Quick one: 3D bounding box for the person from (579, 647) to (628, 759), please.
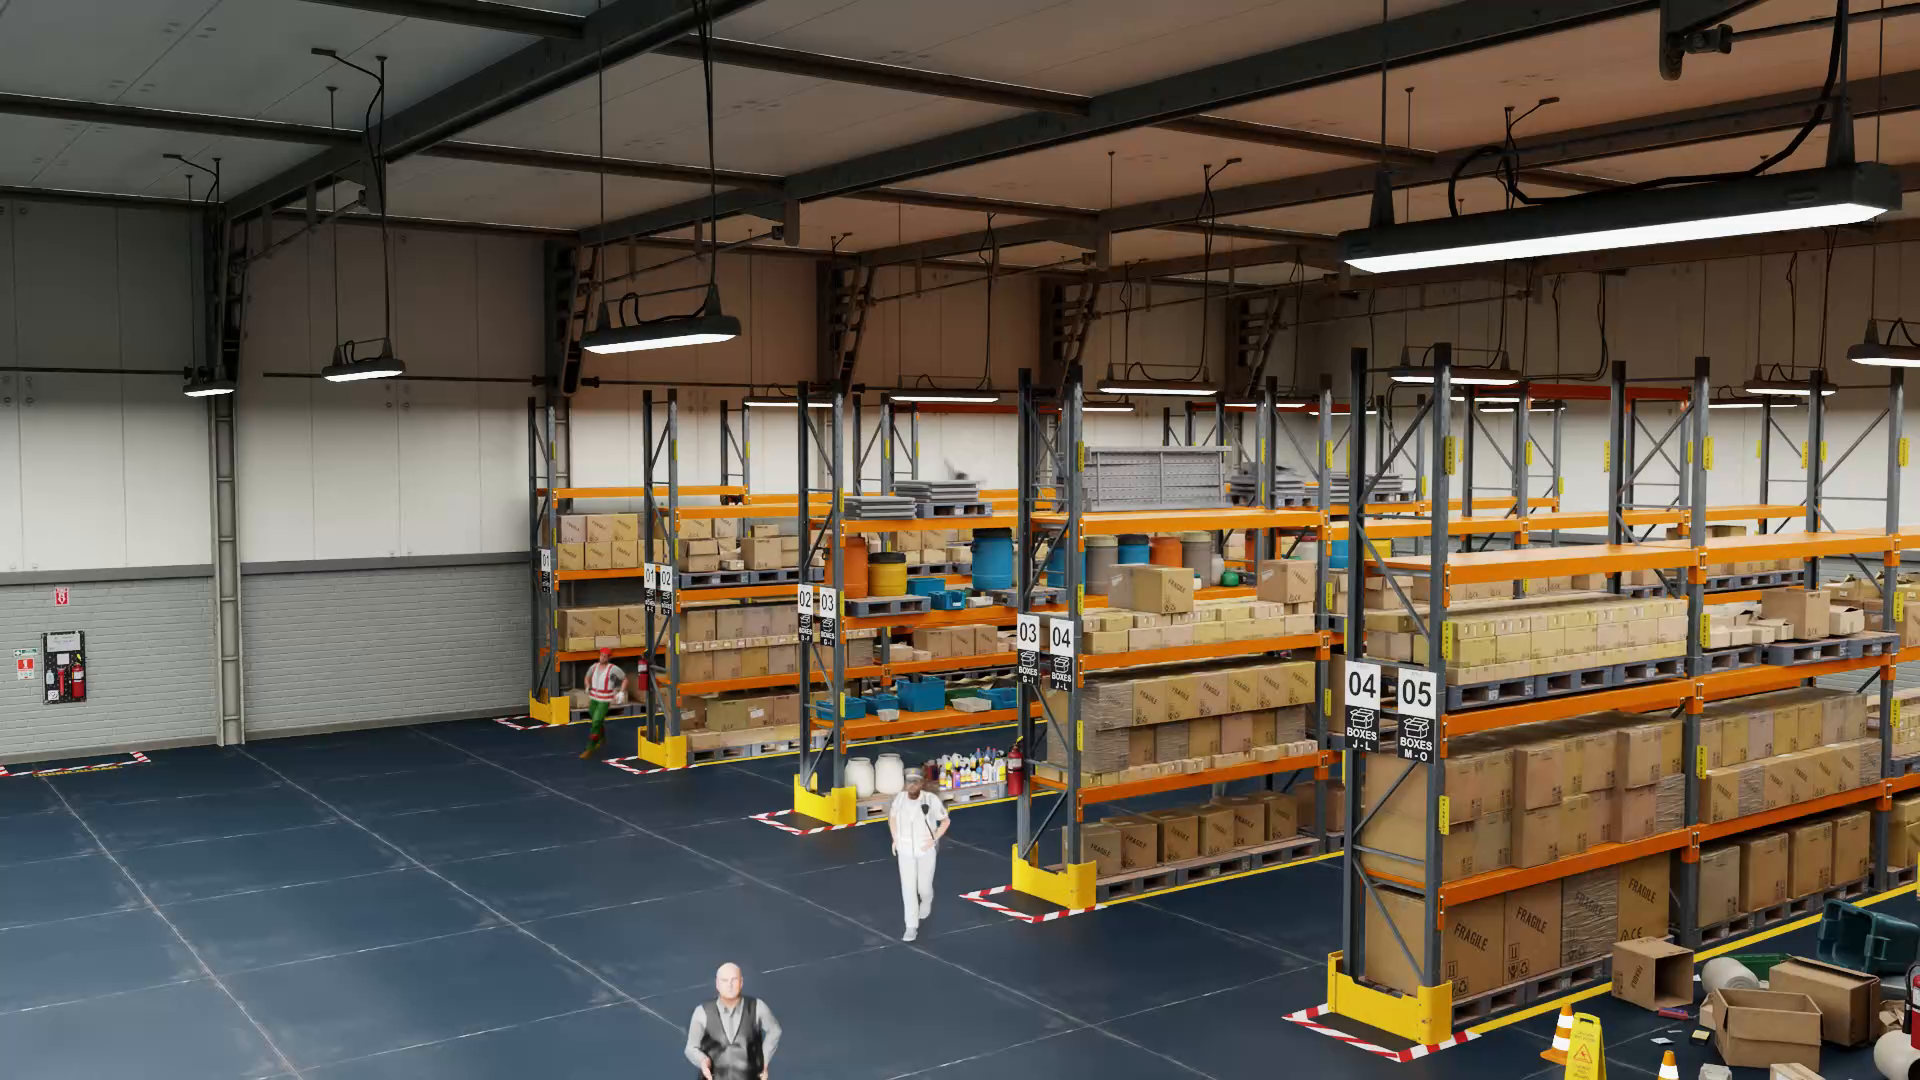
[{"bbox_3d":[-5.871,2.646,27.308,0.725,1.795,0.864,1,4,22],"label":"person"}]

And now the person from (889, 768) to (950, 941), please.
[{"bbox_3d":[-0.435,3.234,17.394,0.658,1.766,0.825,1,3,10],"label":"person"}]

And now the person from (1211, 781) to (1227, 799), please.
[{"bbox_3d":[3.662,2.920,23.429,0.718,1.724,0.618,3,4,38],"label":"person"}]

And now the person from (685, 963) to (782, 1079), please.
[{"bbox_3d":[-1.501,3.659,10.999,0.638,1.686,0.638,0,3,-6],"label":"person"}]
